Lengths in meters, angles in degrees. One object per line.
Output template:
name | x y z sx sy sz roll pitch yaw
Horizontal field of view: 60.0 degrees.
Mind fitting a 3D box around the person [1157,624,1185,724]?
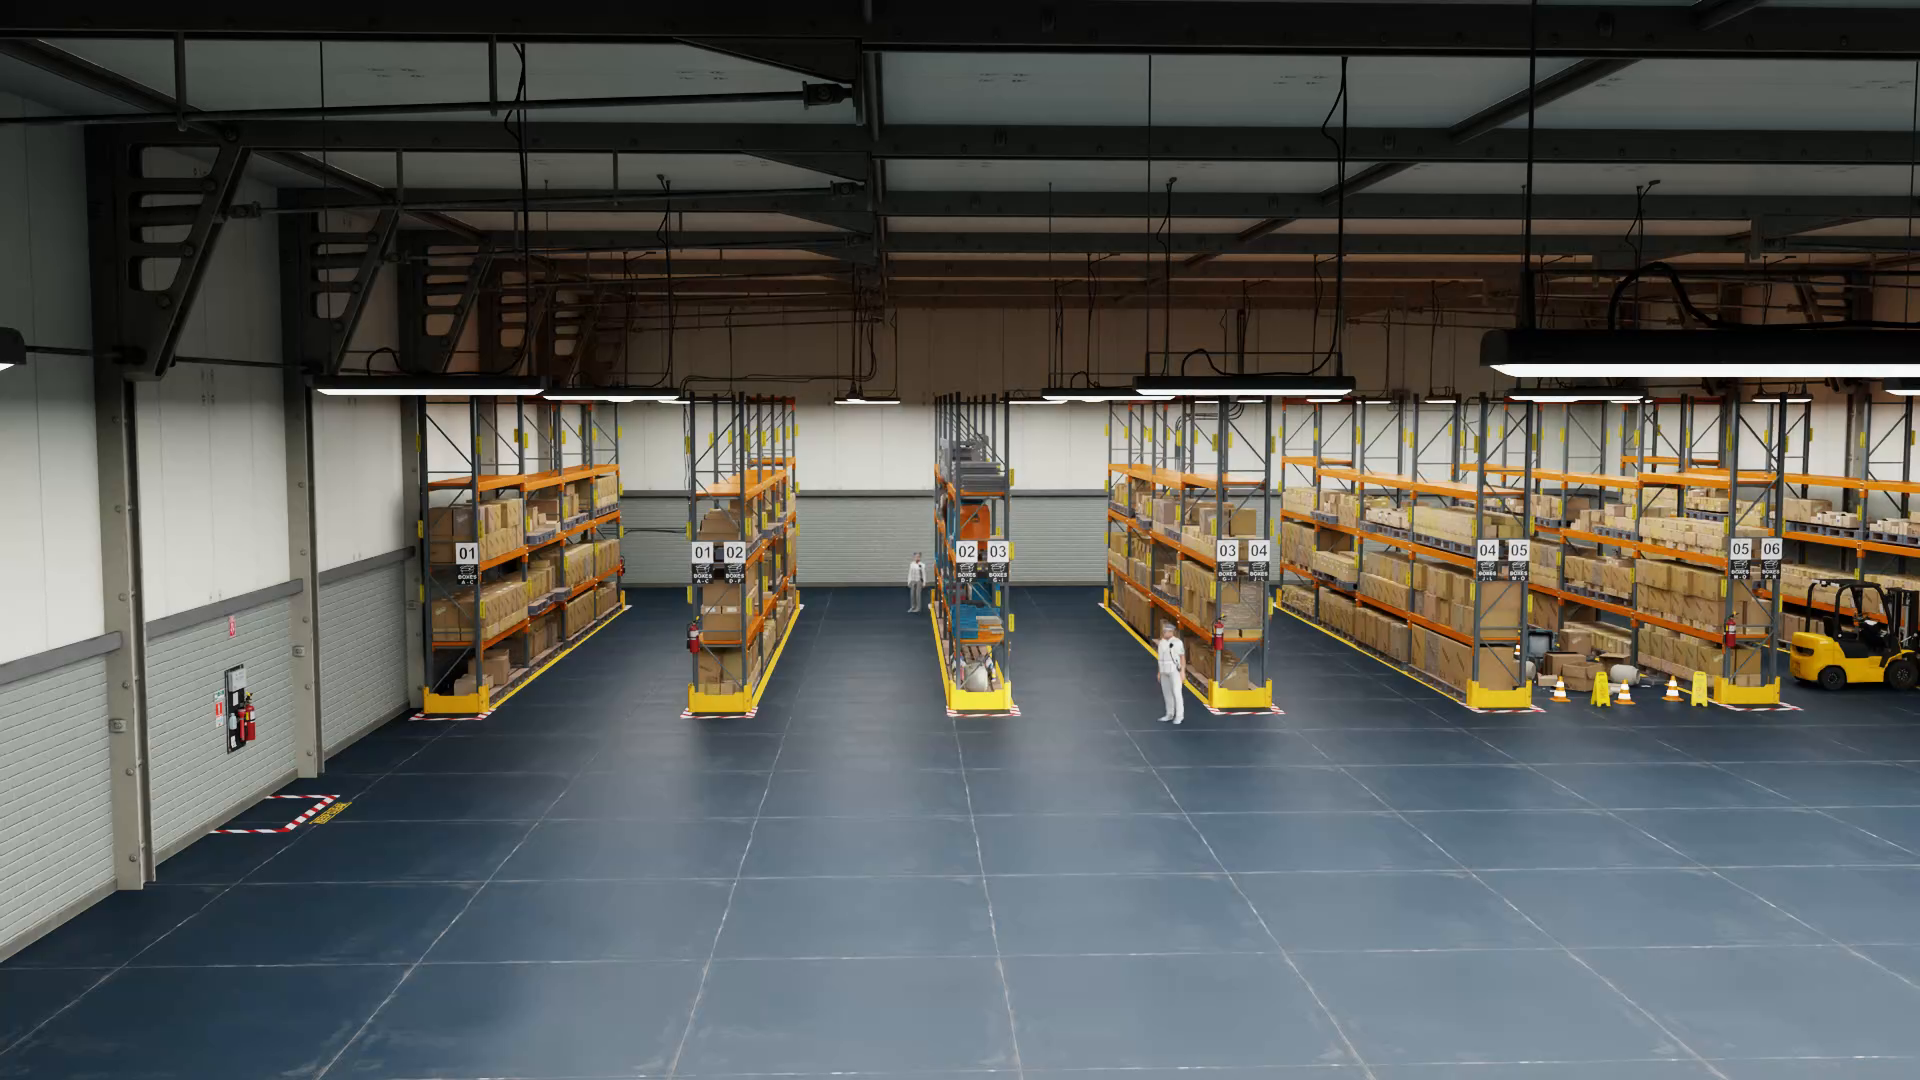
person | 3.832 2.432 30.340 0.416 1.813 0.605 -4 6 -44

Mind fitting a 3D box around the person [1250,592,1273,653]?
person | 6.986 1.754 38.765 0.641 1.733 1.004 0 5 1

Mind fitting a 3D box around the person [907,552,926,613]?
person | -1.209 1.184 46.363 0.529 1.703 0.374 3 6 35

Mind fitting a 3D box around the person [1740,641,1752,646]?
person | 18.000 1.771 38.607 0.695 1.749 0.652 4 6 43
